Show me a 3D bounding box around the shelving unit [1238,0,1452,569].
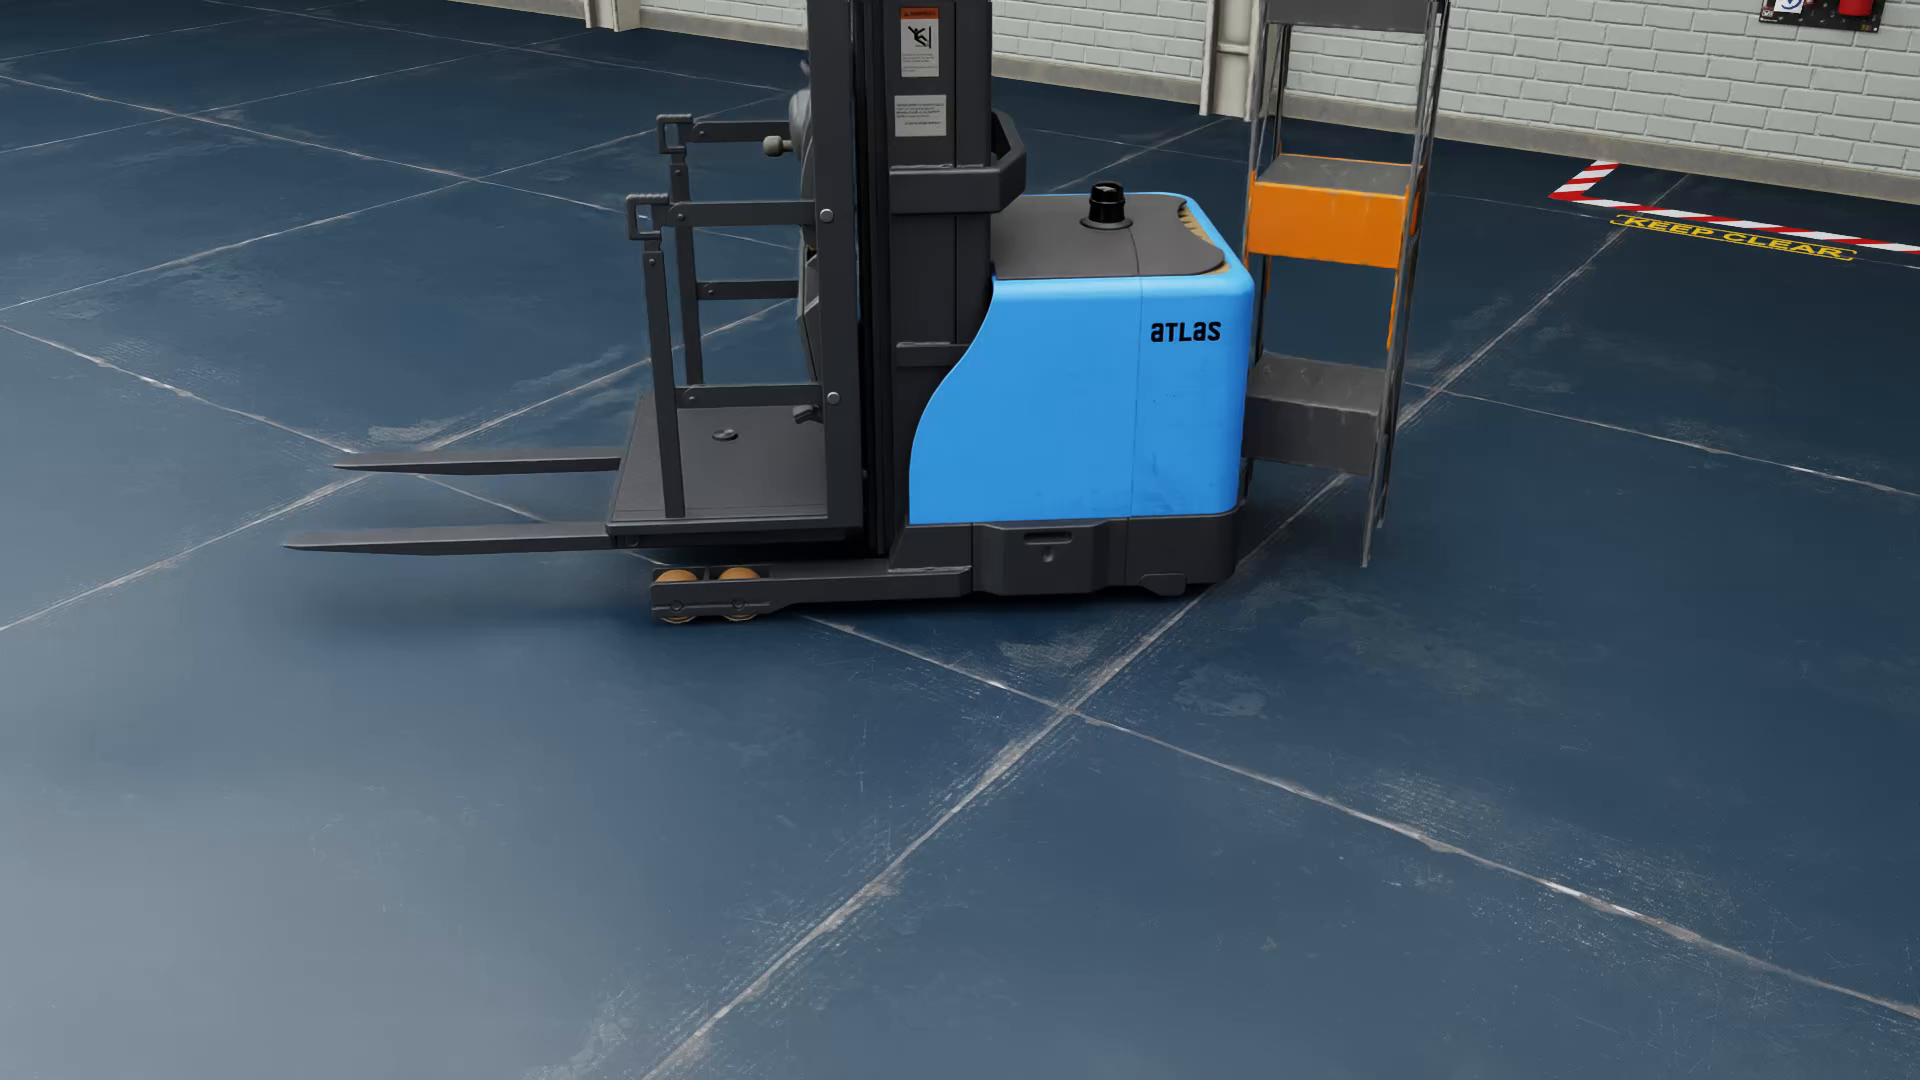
[{"bbox_3d":[1.197,-0.965,5.331,0.503,2.100,0.431,10,29,19],"label":"shelving unit"}]

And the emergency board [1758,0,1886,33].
[{"bbox_3d":[4.842,-3.410,9.143,0.643,1.169,0.194,17,32,30],"label":"emergency board"}]

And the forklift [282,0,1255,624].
[{"bbox_3d":[-0.647,-1.293,5.059,3.031,2.935,1.130,-2,27,-4],"label":"forklift"}]

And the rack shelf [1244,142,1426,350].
[{"bbox_3d":[1.197,-0.953,5.337,0.480,0.518,0.431,10,29,19],"label":"rack shelf"}]

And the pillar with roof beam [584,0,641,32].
[{"bbox_3d":[-5.472,-6.907,9.400,0.400,9.000,9.100,17,32,30],"label":"pillar with roof beam"}]

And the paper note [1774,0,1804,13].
[{"bbox_3d":[4.735,-3.089,9.483,0.142,0.148,0.016,17,32,30],"label":"paper note"}]

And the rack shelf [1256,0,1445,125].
[{"bbox_3d":[1.197,-1.576,5.019,0.480,0.518,0.431,10,29,19],"label":"rack shelf"}]

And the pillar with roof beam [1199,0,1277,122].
[{"bbox_3d":[-0.526,-5.366,6.372,0.400,9.000,9.100,17,32,30],"label":"pillar with roof beam"}]

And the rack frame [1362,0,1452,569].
[{"bbox_3d":[1.424,-0.924,5.251,0.015,2.100,0.400,10,29,19],"label":"rack frame"}]

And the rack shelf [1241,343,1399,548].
[{"bbox_3d":[1.197,-0.329,5.654,0.480,0.518,0.431,10,29,19],"label":"rack shelf"}]

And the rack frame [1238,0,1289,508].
[{"bbox_3d":[0.970,-1.005,5.410,0.015,2.100,0.400,10,29,19],"label":"rack frame"}]
